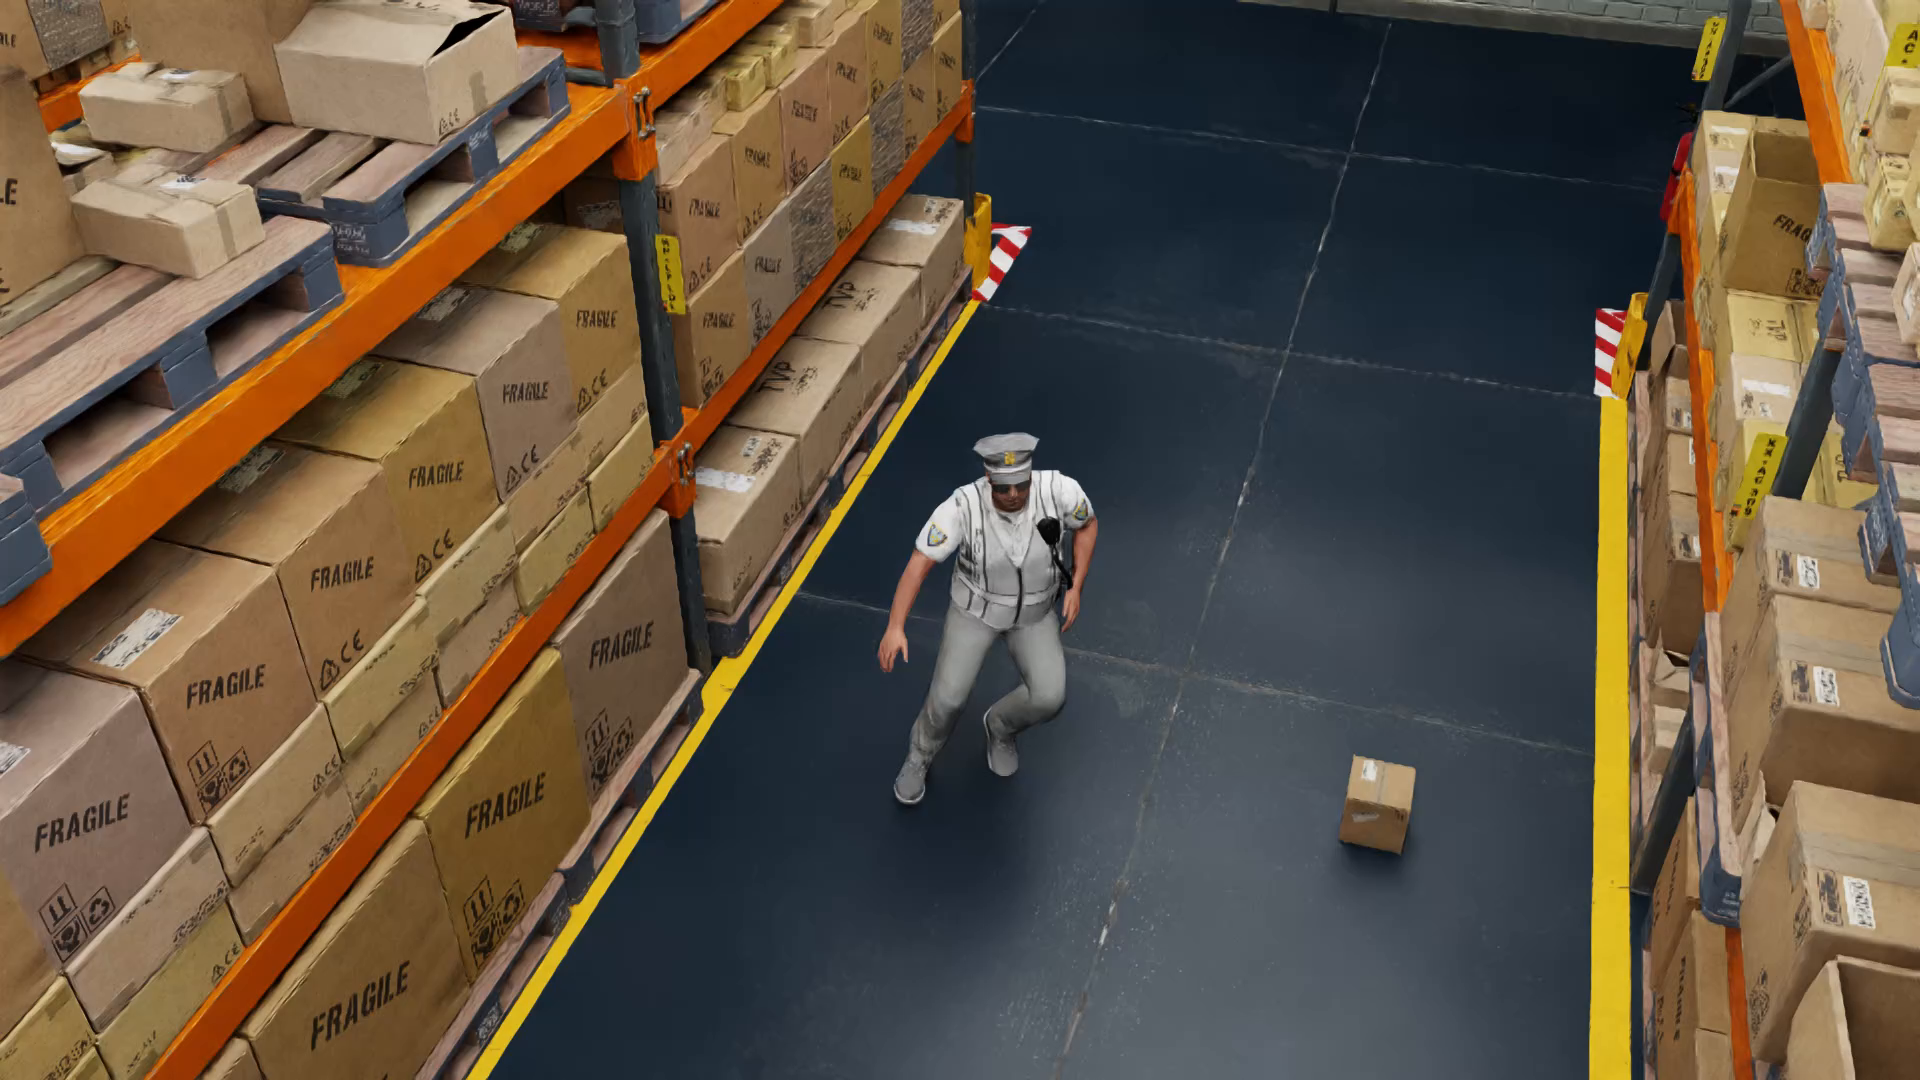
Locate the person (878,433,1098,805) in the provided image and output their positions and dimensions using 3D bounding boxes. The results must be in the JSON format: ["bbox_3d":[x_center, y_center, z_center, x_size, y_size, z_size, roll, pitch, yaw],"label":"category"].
[{"bbox_3d":[0.099,0.287,6.615,0.934,1.717,0.524,-9,38,-12],"label":"person"}]
